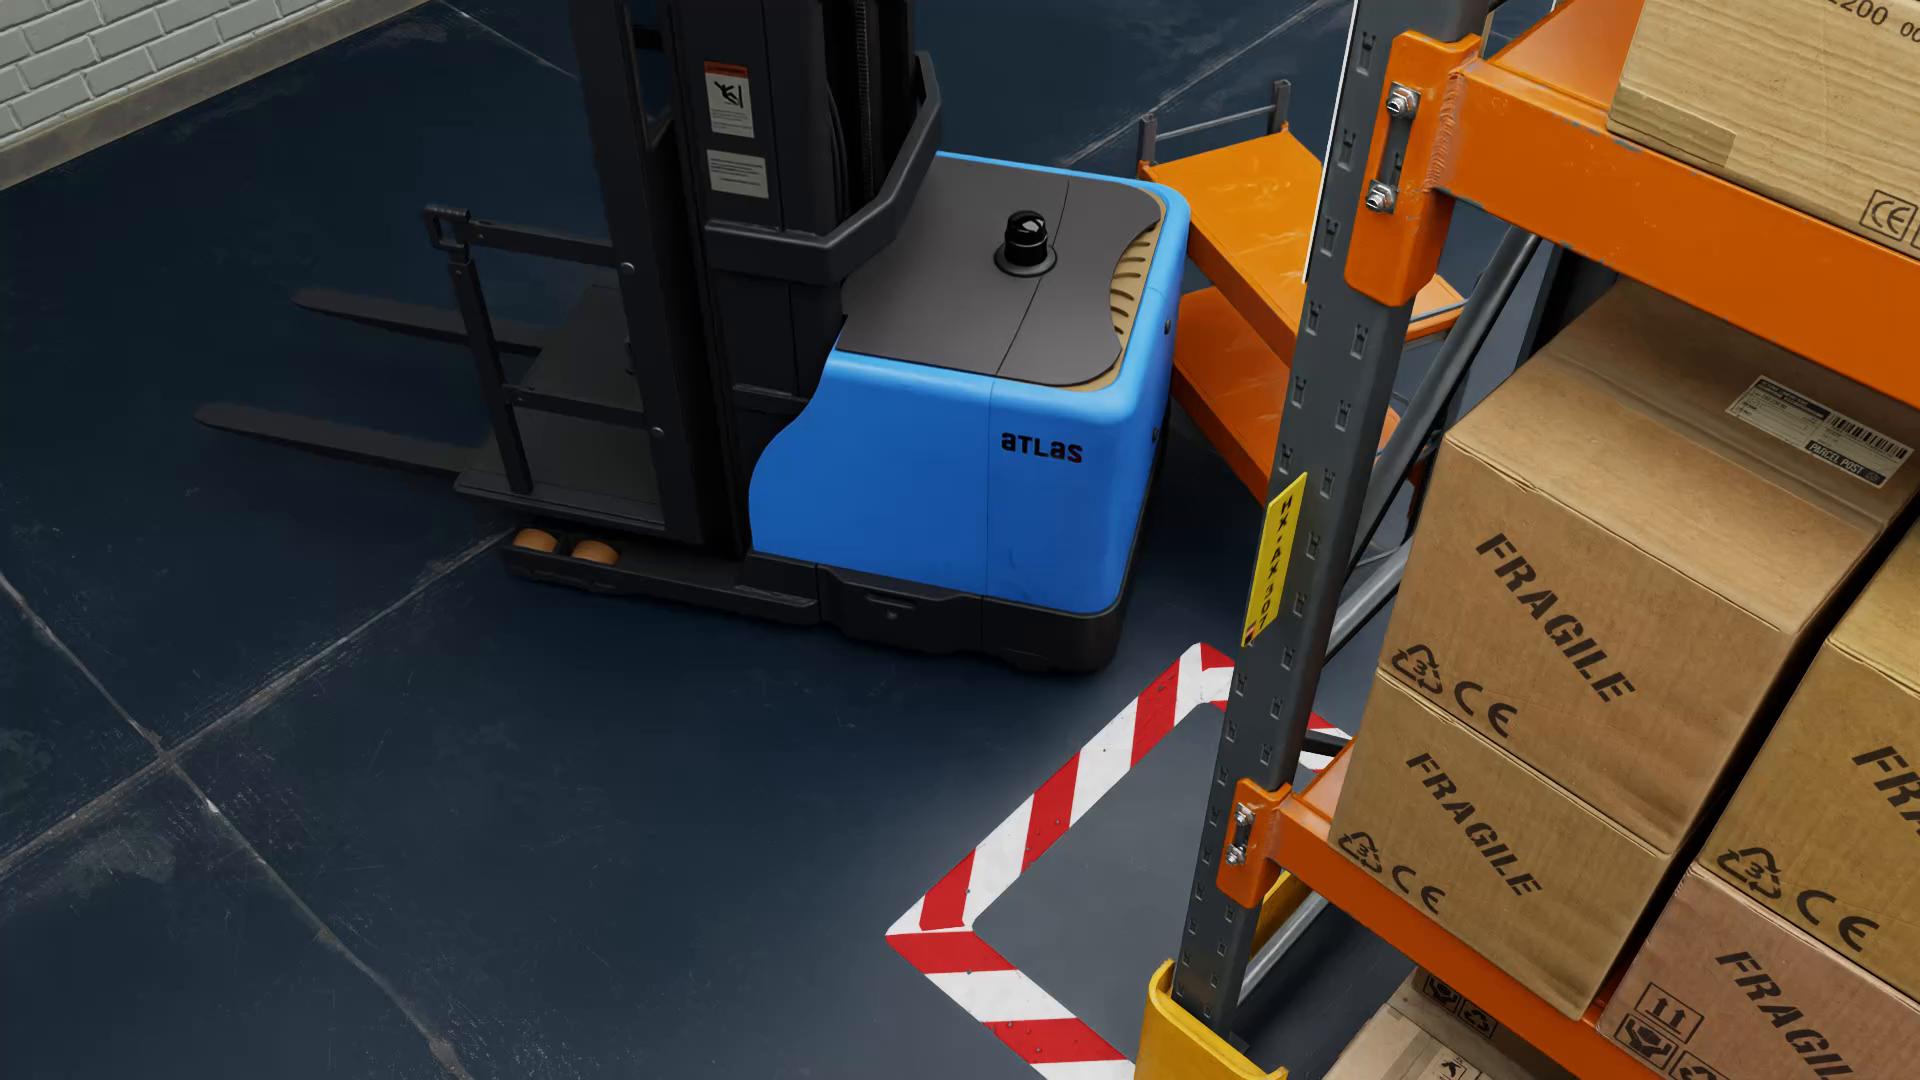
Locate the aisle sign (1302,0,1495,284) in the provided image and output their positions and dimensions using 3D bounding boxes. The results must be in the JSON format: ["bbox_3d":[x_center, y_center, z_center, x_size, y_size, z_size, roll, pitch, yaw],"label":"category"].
[{"bbox_3d":[0.604,-0.727,2.092,0.004,0.787,0.394,34,55,28],"label":"aisle sign"}]

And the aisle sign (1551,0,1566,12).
[{"bbox_3d":[1.011,-1.048,2.393,0.004,0.787,0.394,34,55,28],"label":"aisle sign"}]

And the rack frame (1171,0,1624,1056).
[{"bbox_3d":[0.853,0.040,3.155,0.127,3.000,1.000,34,55,28],"label":"rack frame"}]

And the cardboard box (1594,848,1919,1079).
[{"bbox_3d":[1.383,0.618,2.543,0.500,0.500,0.500,33,55,27],"label":"cardboard box"}]

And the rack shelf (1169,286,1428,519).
[{"bbox_3d":[0.971,-0.414,5.202,0.538,0.278,1.000,-18,49,-16],"label":"rack shelf"}]

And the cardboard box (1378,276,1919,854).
[{"bbox_3d":[1.000,0.024,2.416,0.500,0.500,0.500,36,56,29],"label":"cardboard box"}]

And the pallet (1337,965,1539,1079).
[{"bbox_3d":[1.495,1.425,3.767,1.213,0.211,1.003,34,55,28],"label":"pallet"}]

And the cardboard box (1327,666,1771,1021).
[{"bbox_3d":[1.000,0.366,2.780,0.500,0.500,0.500,35,56,28],"label":"cardboard box"}]

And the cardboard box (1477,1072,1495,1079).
[{"bbox_3d":[1.111,1.374,3.544,0.250,0.166,0.380,34,55,28],"label":"cardboard box"}]

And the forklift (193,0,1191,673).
[{"bbox_3d":[-0.906,-1.203,4.369,3.031,2.935,1.130,11,48,10],"label":"forklift"}]

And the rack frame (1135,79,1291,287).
[{"bbox_3d":[0.761,-0.919,5.341,0.500,1.125,0.032,-18,49,-16],"label":"rack frame"}]

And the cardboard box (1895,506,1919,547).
[{"bbox_3d":[1.738,-0.015,2.452,0.500,0.500,0.500,35,56,29],"label":"cardboard box"}]

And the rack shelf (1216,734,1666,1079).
[{"bbox_3d":[2.323,1.275,2.489,4.000,0.370,1.077,34,55,28],"label":"rack shelf"}]

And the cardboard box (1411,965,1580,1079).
[{"bbox_3d":[1.420,0.881,3.778,0.500,0.500,0.500,34,55,28],"label":"cardboard box"}]

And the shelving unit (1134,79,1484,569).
[{"bbox_3d":[0.971,-0.581,5.024,0.538,1.125,1.048,-18,49,-16],"label":"shelving unit"}]

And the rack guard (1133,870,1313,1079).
[{"bbox_3d":[0.909,0.933,4.031,0.348,0.500,1.175,34,55,28],"label":"rack guard"}]

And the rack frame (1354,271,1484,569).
[{"bbox_3d":[1.180,-0.243,4.707,0.500,1.125,0.032,-18,49,-16],"label":"rack frame"}]

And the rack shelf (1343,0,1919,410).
[{"bbox_3d":[2.323,0.248,1.396,4.000,0.370,1.077,34,55,28],"label":"rack shelf"}]

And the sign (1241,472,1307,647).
[{"bbox_3d":[0.485,0.034,2.567,0.005,0.325,0.100,34,55,28],"label":"sign"}]

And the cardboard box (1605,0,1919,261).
[{"bbox_3d":[1.058,-0.546,1.750,0.500,0.250,0.500,34,55,28],"label":"cardboard box"}]

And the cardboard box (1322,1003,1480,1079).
[{"bbox_3d":[0.928,1.256,3.667,0.250,0.149,0.380,34,55,28],"label":"cardboard box"}]

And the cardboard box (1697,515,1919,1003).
[{"bbox_3d":[1.390,0.278,2.177,0.500,0.500,0.500,35,56,28],"label":"cardboard box"}]

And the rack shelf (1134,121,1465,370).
[{"bbox_3d":[0.971,-0.781,4.811,0.538,0.278,1.000,-18,49,-16],"label":"rack shelf"}]
